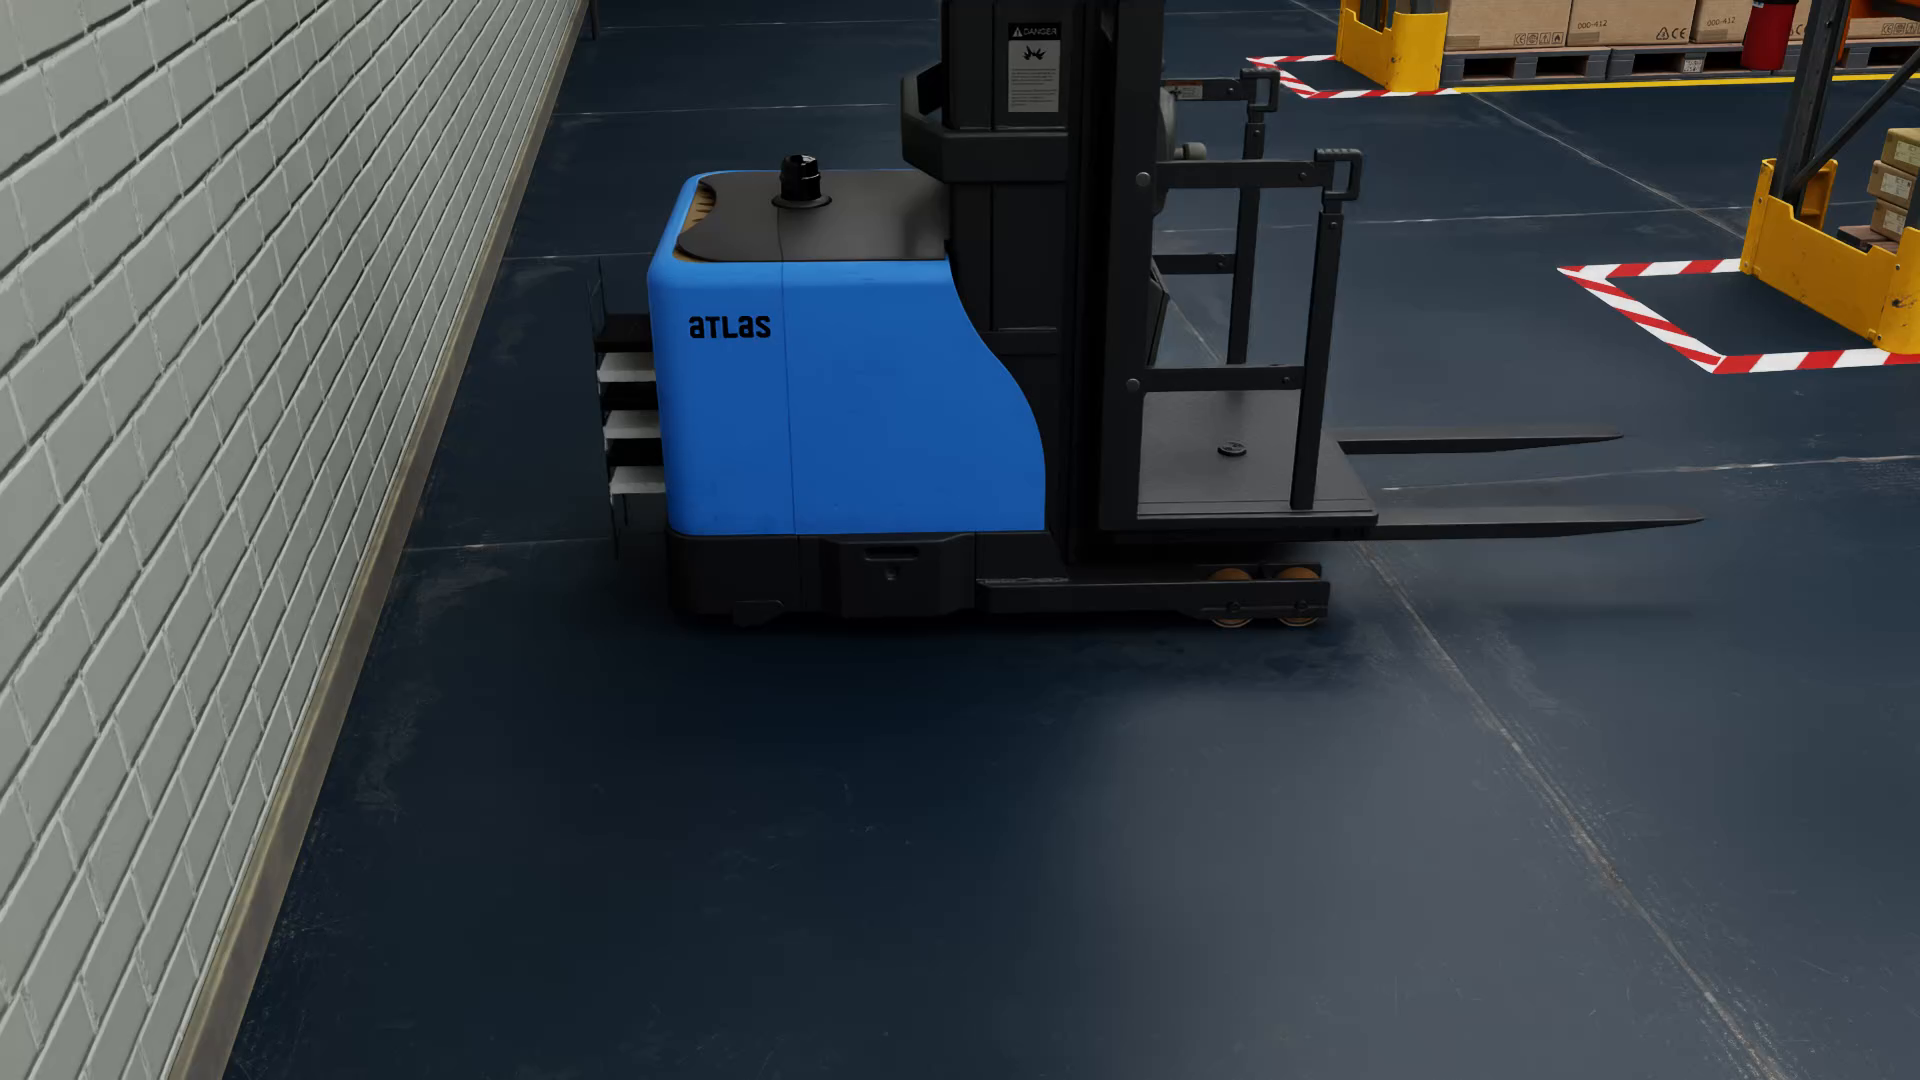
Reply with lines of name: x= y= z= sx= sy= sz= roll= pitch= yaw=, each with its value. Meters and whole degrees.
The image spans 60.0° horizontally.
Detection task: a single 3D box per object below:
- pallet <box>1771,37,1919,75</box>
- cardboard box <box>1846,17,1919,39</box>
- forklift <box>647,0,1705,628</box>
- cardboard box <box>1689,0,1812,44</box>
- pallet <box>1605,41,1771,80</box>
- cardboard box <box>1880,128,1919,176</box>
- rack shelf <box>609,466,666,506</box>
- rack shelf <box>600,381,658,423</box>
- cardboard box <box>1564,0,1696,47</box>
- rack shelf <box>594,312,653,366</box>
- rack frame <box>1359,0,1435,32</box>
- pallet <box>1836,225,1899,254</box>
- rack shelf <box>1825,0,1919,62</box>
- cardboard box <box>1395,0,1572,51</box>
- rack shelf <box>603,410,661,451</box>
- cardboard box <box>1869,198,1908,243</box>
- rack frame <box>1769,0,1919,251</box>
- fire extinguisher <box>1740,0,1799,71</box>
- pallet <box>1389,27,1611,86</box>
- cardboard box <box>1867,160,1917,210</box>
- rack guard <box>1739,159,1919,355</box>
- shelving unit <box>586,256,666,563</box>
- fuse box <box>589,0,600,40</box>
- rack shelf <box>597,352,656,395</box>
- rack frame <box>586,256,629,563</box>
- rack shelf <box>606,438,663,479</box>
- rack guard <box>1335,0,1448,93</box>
pallet: x=6.175 y=-3.579 z=11.994 sx=1.213 sy=0.211 sz=1.003 roll=-4 pitch=27 yaw=-7
cardboard box: x=6.302 y=-3.888 z=11.889 sx=0.875 sy=0.438 sz=0.875 roll=-4 pitch=27 yaw=-8
forklift: x=0.668 y=-1.295 z=4.562 sx=3.031 sy=2.935 sz=1.130 roll=-1 pitch=27 yaw=-2
cardboard box: x=5.416 y=-3.831 z=11.777 sx=0.875 sy=0.438 sz=0.875 roll=-4 pitch=27 yaw=-9
pallet: x=4.964 y=-3.500 z=11.840 sx=1.213 sy=0.211 sz=1.003 roll=-4 pitch=27 yaw=-7
cardboard box: x=4.257 y=-1.678 z=7.247 sx=0.250 sy=0.149 sz=0.380 roll=-3 pitch=27 yaw=-7
rack shelf: x=-0.957 y=-0.196 z=5.113 sx=0.200 sy=0.077 sz=0.258 roll=-1 pitch=27 yaw=-2
rack shelf: x=-0.957 y=-0.436 z=4.989 sx=0.200 sy=0.077 sz=0.258 roll=-1 pitch=27 yaw=-2
cardboard box: x=4.523 y=-3.774 z=11.667 sx=0.875 sy=0.438 sz=0.875 roll=-3 pitch=27 yaw=-6
rack shelf: x=-0.957 y=-0.596 z=4.907 sx=0.200 sy=0.077 sz=0.258 roll=-1 pitch=27 yaw=-2
rack frame: x=2.978 y=-4.578 z=10.887 sx=0.127 sy=3.000 sz=1.000 roll=-4 pitch=27 yaw=-7
pallet: x=4.652 y=-1.147 z=7.254 sx=1.213 sy=0.211 sz=1.003 roll=-4 pitch=27 yaw=-7
rack shelf: x=5.748 y=-2.154 z=6.951 sx=4.000 sy=0.370 sz=1.077 roll=-4 pitch=27 yaw=-7
cardboard box: x=3.618 y=-3.712 z=11.546 sx=0.875 sy=0.438 sz=0.875 roll=-5 pitch=28 yaw=-9
rack shelf: x=-0.957 y=-0.356 z=5.030 sx=0.200 sy=0.077 sz=0.258 roll=-1 pitch=27 yaw=-2
cardboard box: x=4.260 y=-1.393 z=7.342 sx=0.250 sy=0.149 sz=0.380 roll=-3 pitch=27 yaw=-6
rack frame: x=3.768 y=-2.347 z=6.539 sx=0.127 sy=3.000 sz=1.000 roll=-4 pitch=27 yaw=-7
fire extinguisher: x=3.454 y=-2.339 z=7.017 sx=0.183 sy=0.674 sz=0.296 roll=-4 pitch=27 yaw=-7
pallet: x=3.759 y=-3.424 z=11.692 sx=1.213 sy=0.211 sz=1.003 roll=-4 pitch=27 yaw=-7
cardboard box: x=4.250 y=-1.560 z=7.342 sx=0.250 sy=0.149 sz=0.380 roll=-4 pitch=27 yaw=-8
rack guard: x=3.843 y=-1.240 z=7.119 sx=0.348 sy=0.500 sz=1.175 roll=-4 pitch=27 yaw=-7
shelving unit: x=-0.957 y=-0.386 z=5.015 sx=0.210 sy=0.900 sz=0.258 roll=-1 pitch=27 yaw=-2
fuse box: x=-2.751 y=-4.595 z=12.331 sx=0.414 sy=1.711 sz=0.539 roll=-4 pitch=27 yaw=-7
rack shelf: x=-0.957 y=-0.516 z=4.948 sx=0.200 sy=0.077 sz=0.258 roll=-1 pitch=27 yaw=-2
rack frame: x=-1.059 y=-0.384 z=5.012 sx=0.006 sy=0.900 sz=0.240 roll=-1 pitch=27 yaw=-2
rack shelf: x=-0.957 y=-0.276 z=5.071 sx=0.200 sy=0.077 sz=0.258 roll=-1 pitch=27 yaw=-2
rack guard: x=2.954 y=-3.465 z=11.455 sx=0.348 sy=0.500 sz=1.175 roll=-4 pitch=27 yaw=-7
